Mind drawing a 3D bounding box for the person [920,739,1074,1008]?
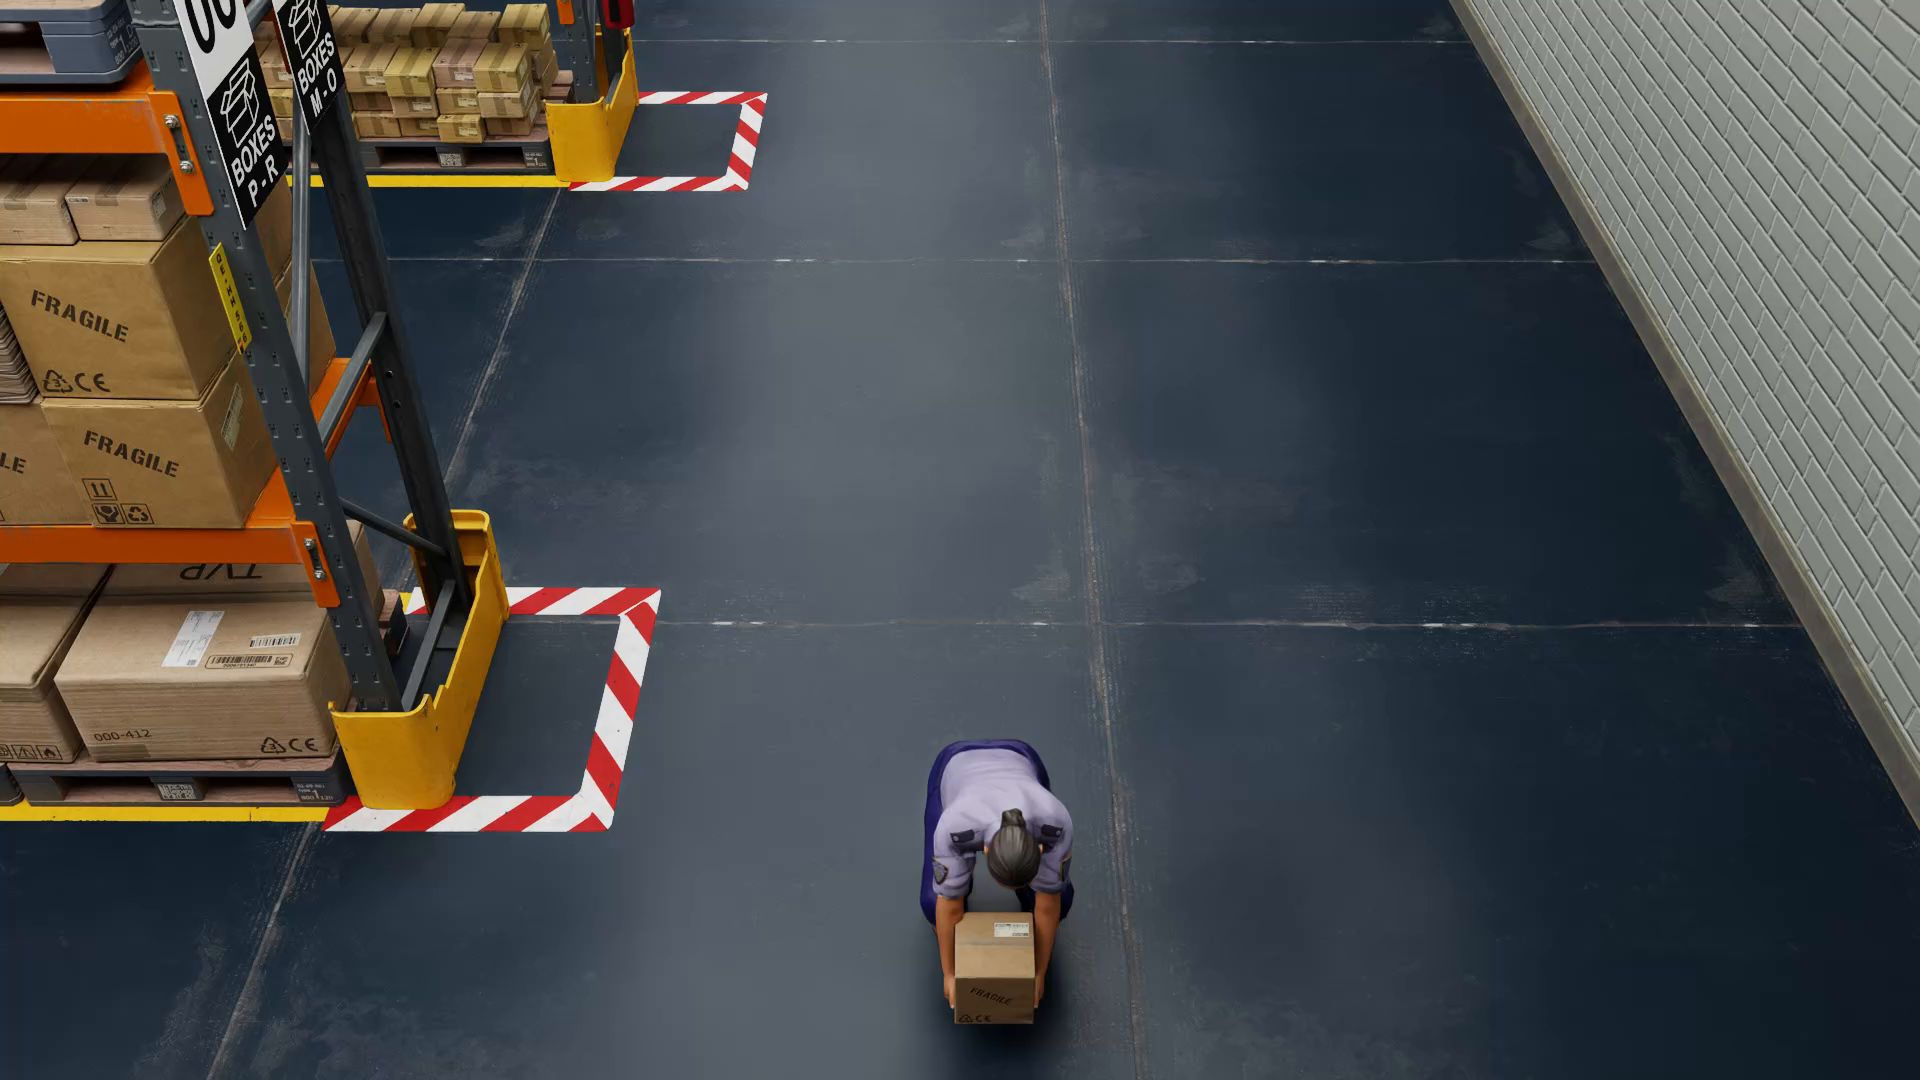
[{"bbox_3d":[0.120,1.049,5.482,0.511,0.927,0.860,-1,40,-1],"label":"person"}]
